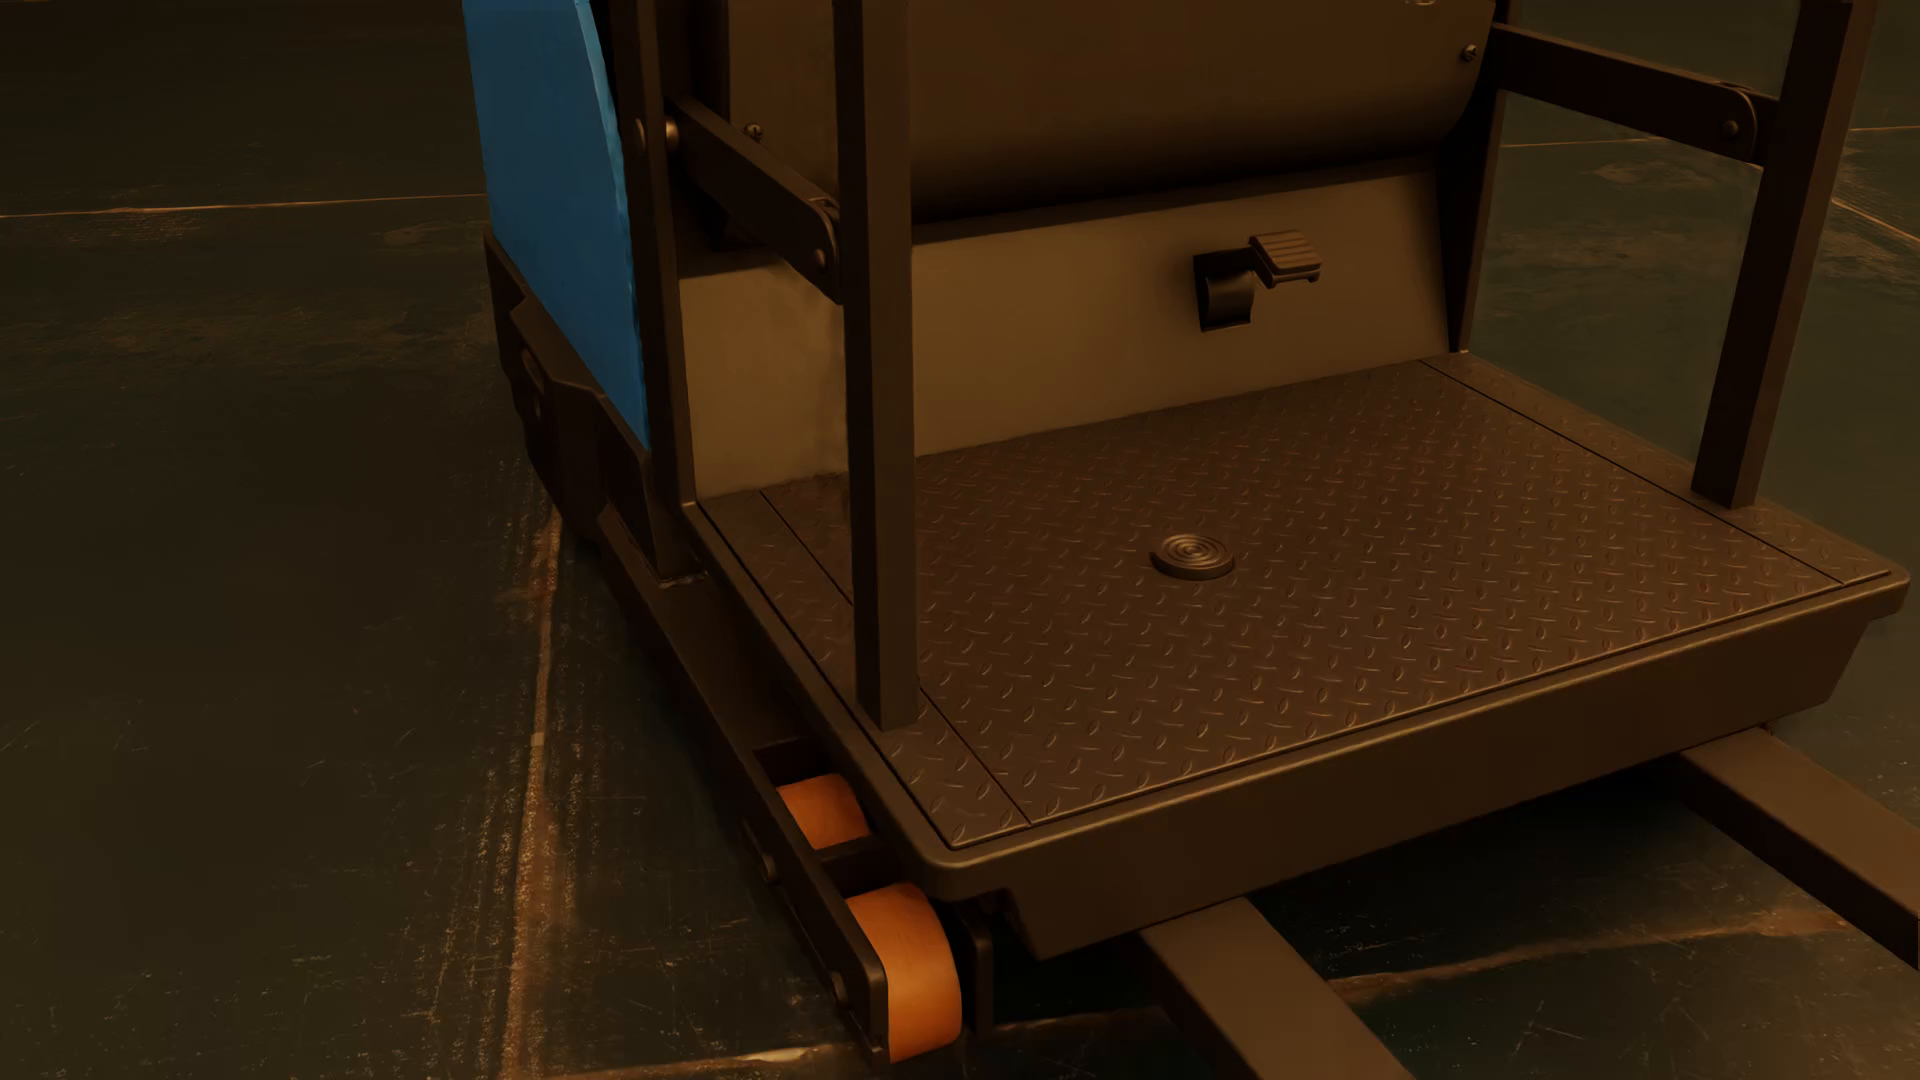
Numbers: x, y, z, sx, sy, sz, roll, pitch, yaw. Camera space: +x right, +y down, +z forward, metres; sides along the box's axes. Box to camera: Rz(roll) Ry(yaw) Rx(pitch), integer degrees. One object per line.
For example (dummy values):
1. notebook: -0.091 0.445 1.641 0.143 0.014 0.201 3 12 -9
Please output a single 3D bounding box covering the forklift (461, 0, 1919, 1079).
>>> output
1. forklift: 0.271 -1.036 1.326 1.130 2.935 3.031 -12 30 -22
